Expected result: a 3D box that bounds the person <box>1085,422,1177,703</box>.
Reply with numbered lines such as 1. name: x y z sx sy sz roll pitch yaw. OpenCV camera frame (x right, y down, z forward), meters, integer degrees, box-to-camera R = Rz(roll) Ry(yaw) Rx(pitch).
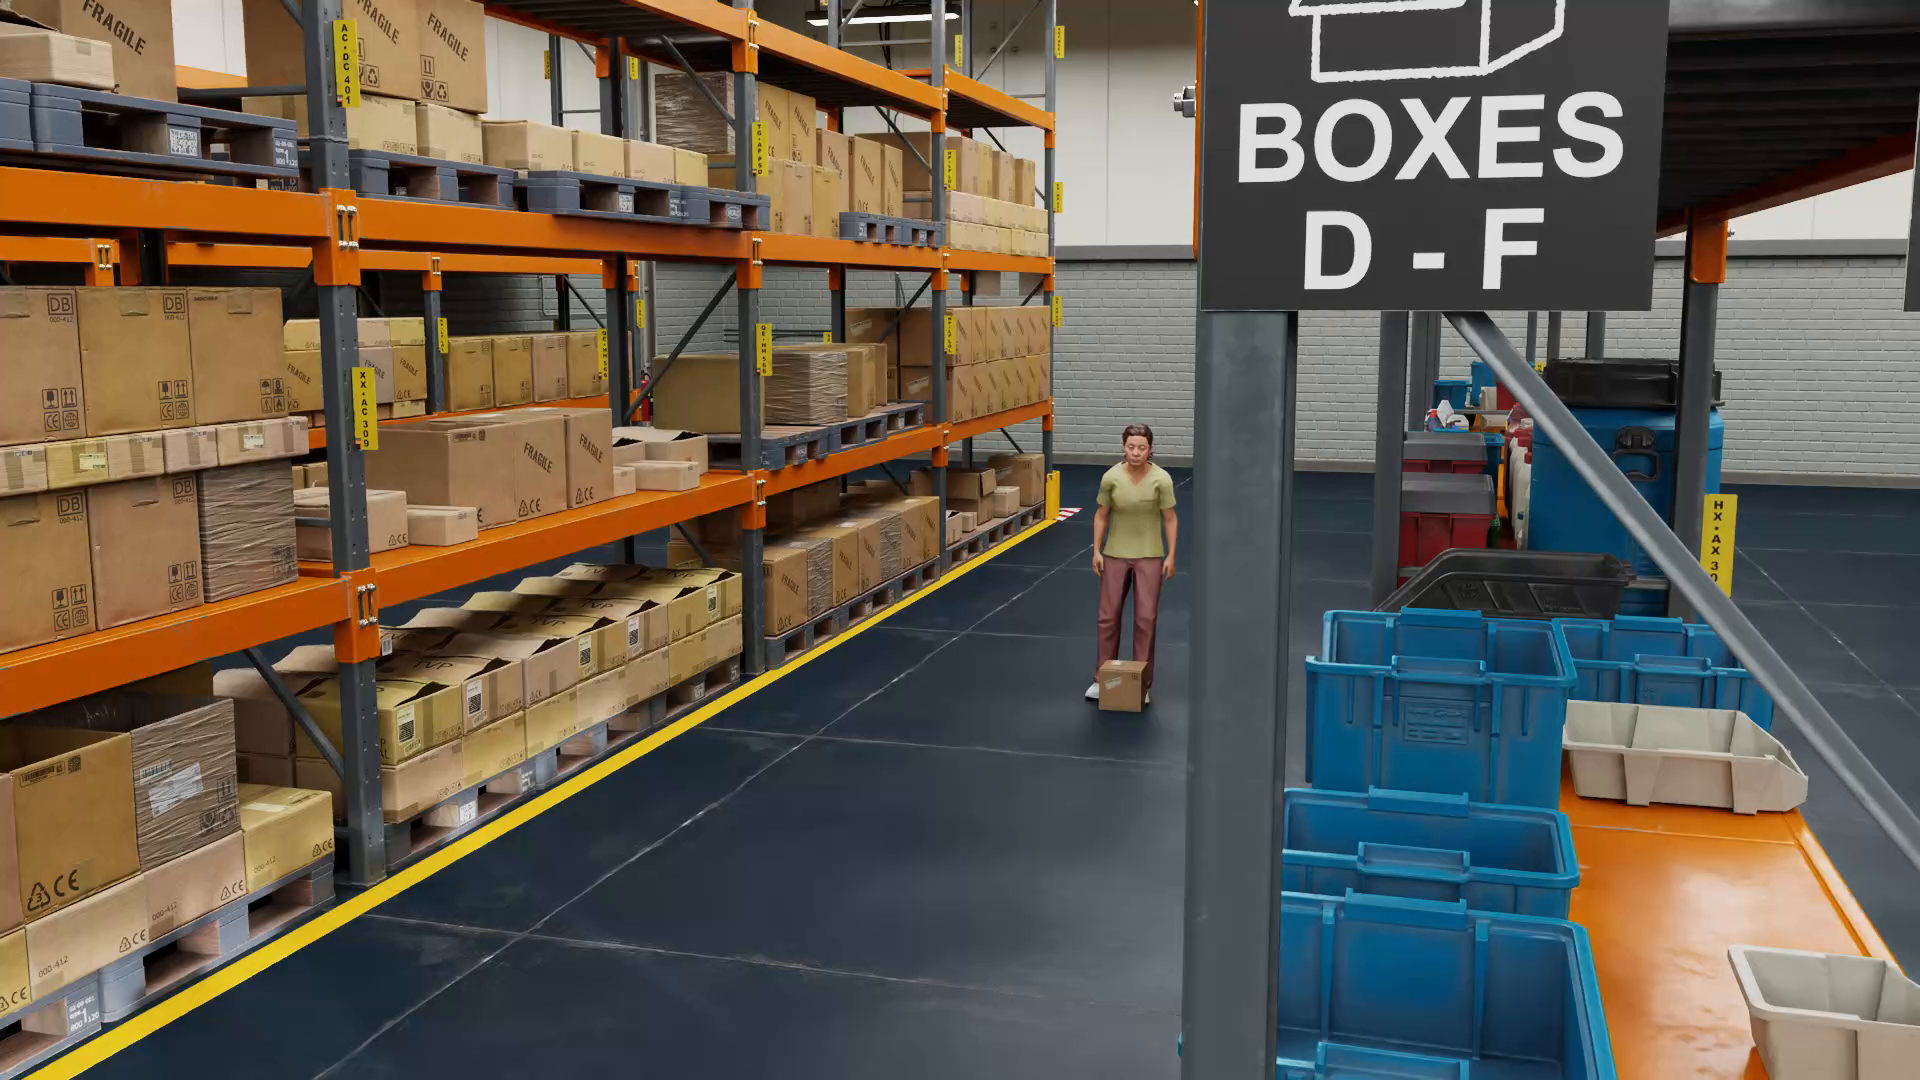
1. person: 1.031 0.130 9.964 0.518 1.673 0.407 2 9 14
